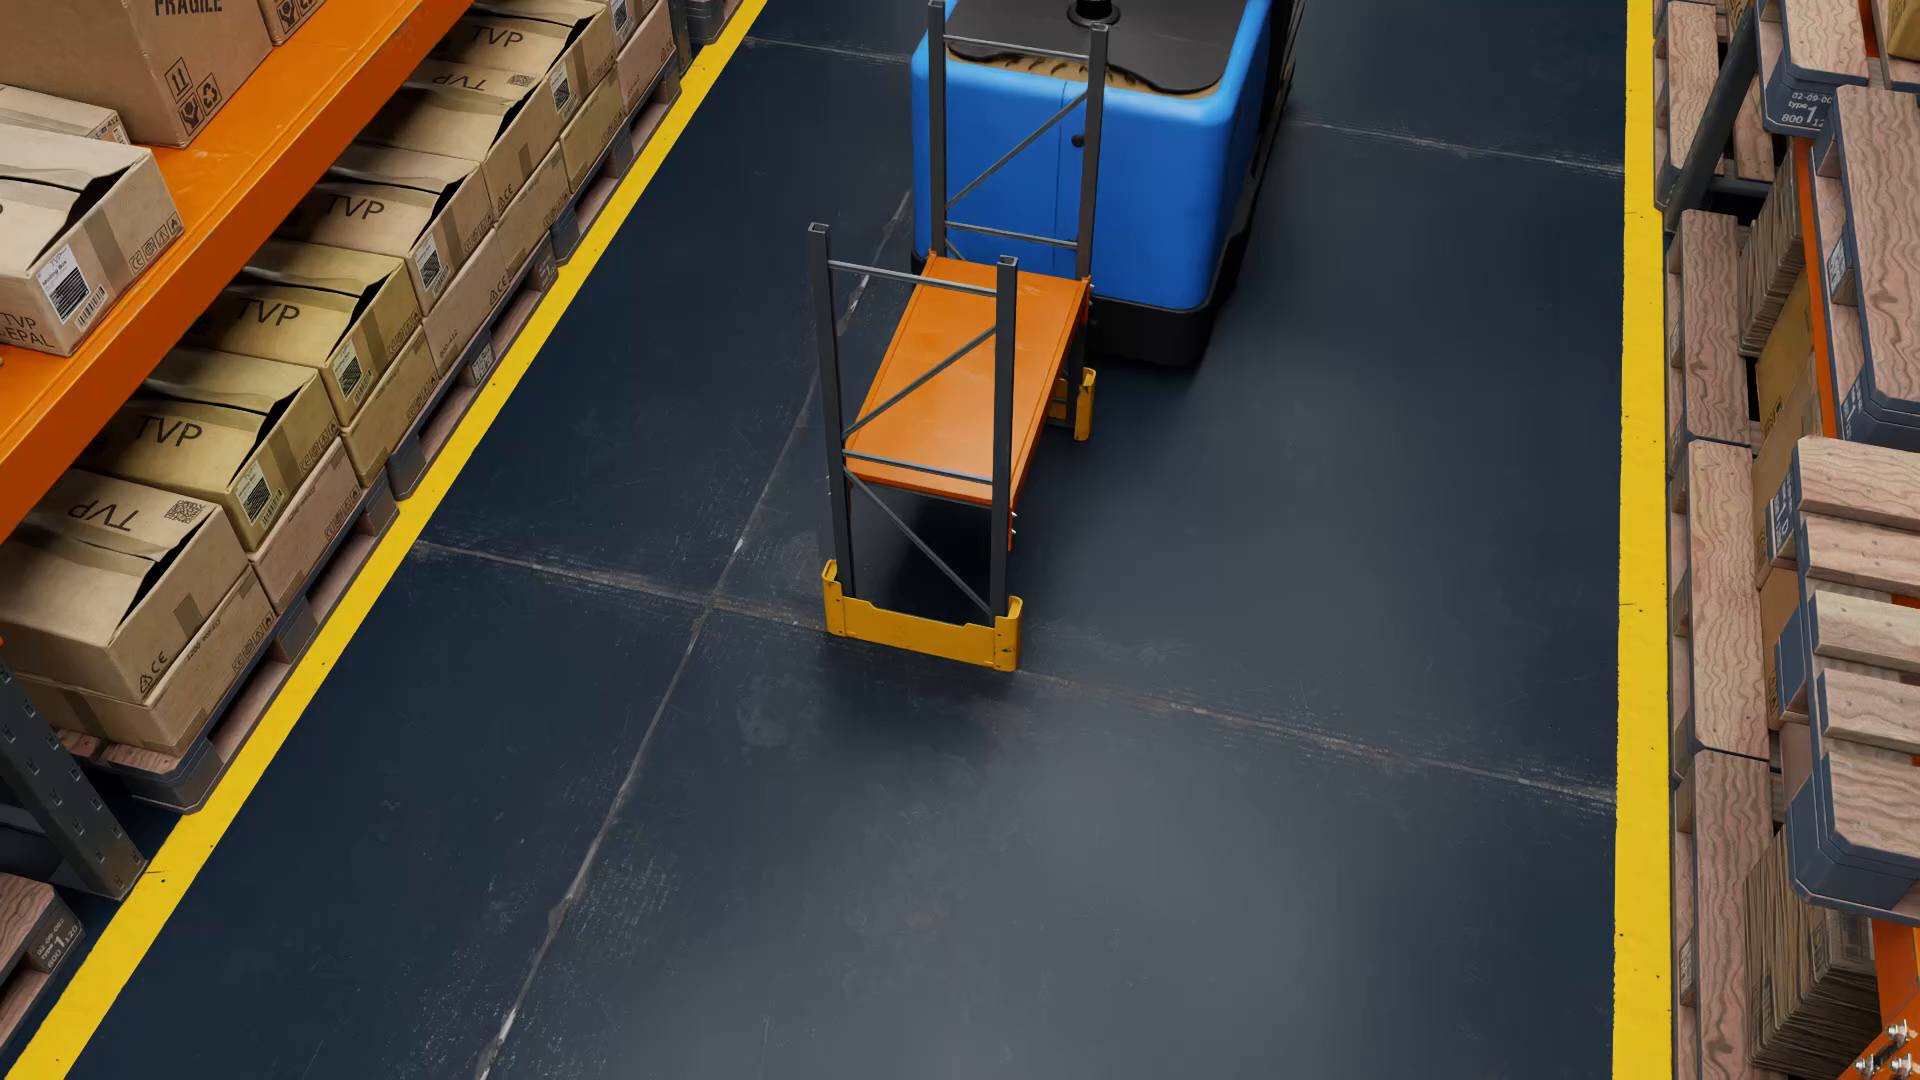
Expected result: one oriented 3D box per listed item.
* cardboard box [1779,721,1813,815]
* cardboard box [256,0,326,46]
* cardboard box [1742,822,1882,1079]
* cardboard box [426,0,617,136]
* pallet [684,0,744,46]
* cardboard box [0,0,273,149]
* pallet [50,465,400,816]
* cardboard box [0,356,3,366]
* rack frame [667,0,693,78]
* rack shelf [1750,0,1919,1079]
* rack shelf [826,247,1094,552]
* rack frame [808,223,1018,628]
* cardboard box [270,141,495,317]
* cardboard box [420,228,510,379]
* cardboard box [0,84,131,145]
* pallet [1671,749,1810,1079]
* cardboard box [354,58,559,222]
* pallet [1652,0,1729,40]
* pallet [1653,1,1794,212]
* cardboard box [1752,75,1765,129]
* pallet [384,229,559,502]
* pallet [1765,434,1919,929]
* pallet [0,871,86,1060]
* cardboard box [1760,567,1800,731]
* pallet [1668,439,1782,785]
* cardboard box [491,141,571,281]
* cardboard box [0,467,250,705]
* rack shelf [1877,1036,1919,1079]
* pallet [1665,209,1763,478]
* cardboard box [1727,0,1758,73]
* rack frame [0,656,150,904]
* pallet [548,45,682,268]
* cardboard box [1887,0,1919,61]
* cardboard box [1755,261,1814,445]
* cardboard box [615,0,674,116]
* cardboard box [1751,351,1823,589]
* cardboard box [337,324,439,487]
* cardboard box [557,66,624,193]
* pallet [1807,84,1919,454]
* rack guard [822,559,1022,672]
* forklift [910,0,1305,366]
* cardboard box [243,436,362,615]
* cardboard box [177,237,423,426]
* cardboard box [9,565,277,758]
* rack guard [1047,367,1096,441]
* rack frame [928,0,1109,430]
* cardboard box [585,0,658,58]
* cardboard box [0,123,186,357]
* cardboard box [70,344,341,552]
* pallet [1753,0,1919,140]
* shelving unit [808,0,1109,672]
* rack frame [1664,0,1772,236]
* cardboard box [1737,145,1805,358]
[{"bbox_3d":[2.486,0.601,4.092,0.700,0.500,0.500,11,50,10],"label":"cardboard box"},{"bbox_3d":[-2.117,-1.805,4.776,0.500,0.500,0.500,12,50,10],"label":"cardboard box"},{"bbox_3d":[2.238,0.951,3.784,0.700,0.500,0.500,12,50,11],"label":"cardboard box"},{"bbox_3d":[-1.589,-1.755,5.978,0.500,0.311,0.500,13,50,11],"label":"cardboard box"},{"bbox_3d":[-1.379,-2.712,7.503,1.003,0.211,1.213,12,50,10],"label":"pallet"},{"bbox_3d":[-2.255,-1.424,4.440,0.500,0.500,0.500,9,49,8],"label":"cardboard box"},{"bbox_3d":[-2.427,0.161,4.967,1.003,0.211,1.213,12,50,10],"label":"pallet"},{"bbox_3d":[-2.543,-0.399,3.661,0.500,0.311,0.500,14,50,12],"label":"cardboard box"},{"bbox_3d":[-1.628,-3.068,5.957,1.000,3.000,0.127,12,50,10],"label":"rack frame"},{"bbox_3d":[2.625,-0.408,4.089,1.077,0.370,4.000,12,50,10],"label":"rack shelf"},{"bbox_3d":[0.022,-0.439,4.877,0.538,0.185,1.000,12,50,10],"label":"rack shelf"},{"bbox_3d":[-0.111,-0.190,4.418,0.500,1.500,0.032,12,50,10],"label":"rack frame"},{"bbox_3d":[-1.859,-1.032,5.340,0.500,0.311,0.500,11,49,10],"label":"cardboard box"},{"bbox_3d":[-1.862,-0.836,5.541,0.500,0.250,0.500,12,50,11],"label":"cardboard box"},{"bbox_3d":[-2.400,-1.025,4.321,0.380,0.149,0.250,15,50,13],"label":"cardboard box"},{"bbox_3d":[2.306,1.158,4.087,1.003,0.211,1.213,12,50,10],"label":"pallet"},{"bbox_3d":[-1.723,-1.395,5.660,0.500,0.311,0.500,11,50,10],"label":"cardboard box"},{"bbox_3d":[3.614,-2.548,7.358,1.003,0.211,1.213,12,50,10],"label":"pallet"},{"bbox_3d":[3.294,-1.663,6.577,1.003,0.211,1.213,12,50,10],"label":"pallet"},{"bbox_3d":[3.264,-1.694,6.340,0.380,0.166,0.250,6,49,5],"label":"cardboard box"},{"bbox_3d":[-2.104,-0.719,5.744,1.003,0.211,1.213,12,50,10],"label":"pallet"},{"bbox_3d":[2.184,0.327,3.088,1.213,0.211,1.003,12,50,10],"label":"pallet"},{"bbox_3d":[-2.914,1.281,3.979,1.003,0.211,1.213,12,50,10],"label":"pallet"},{"bbox_3d":[2.589,0.236,4.415,0.700,0.500,0.500,11,50,10],"label":"cardboard box"},{"bbox_3d":[2.629,0.279,4.863,1.003,0.211,1.213,12,50,10],"label":"pallet"},{"bbox_3d":[-1.727,-1.204,5.866,0.500,0.250,0.500,13,50,11],"label":"cardboard box"},{"bbox_3d":[-2.260,0.090,4.350,0.500,0.311,0.500,13,50,11],"label":"cardboard box"},{"bbox_3d":[1.573,2.485,1.536,1.077,0.370,4.000,12,50,10],"label":"rack shelf"},{"bbox_3d":[2.948,-0.607,5.645,1.003,0.211,1.213,12,50,10],"label":"pallet"},{"bbox_3d":[3.386,-2.170,6.538,0.500,0.500,0.500,8,49,7],"label":"cardboard box"},{"bbox_3d":[-2.681,-0.174,3.403,1.000,3.000,0.127,12,50,10],"label":"rack frame"},{"bbox_3d":[-1.785,-1.604,6.525,1.003,0.211,1.213,12,50,10],"label":"pallet"},{"bbox_3d":[2.831,-1.507,4.219,0.700,0.500,0.500,16,51,14],"label":"cardboard box"},{"bbox_3d":[2.886,-0.492,5.057,0.700,0.500,0.500,11,49,9],"label":"cardboard box"},{"bbox_3d":[-1.458,-1.940,6.515,0.500,0.250,0.500,11,50,10],"label":"cardboard box"},{"bbox_3d":[2.713,-0.131,4.739,0.700,0.500,0.500,12,50,10],"label":"cardboard box"},{"bbox_3d":[-1.997,-0.465,5.214,0.500,0.250,0.500,10,49,9],"label":"cardboard box"},{"bbox_3d":[-1.593,-1.574,6.192,0.500,0.250,0.500,11,49,9],"label":"cardboard box"},{"bbox_3d":[2.580,-0.576,3.886,1.003,0.211,1.213,12,50,10],"label":"pallet"},{"bbox_3d":[-0.111,0.222,4.887,0.587,0.250,0.087,12,50,10],"label":"rack guard"},{"bbox_3d":[0.739,-2.696,5.674,1.130,2.935,3.031,13,50,11],"label":"forklift"},{"bbox_3d":[-2.128,-0.088,4.881,0.500,0.250,0.500,10,49,9],"label":"cardboard box"},{"bbox_3d":[-1.993,-0.660,5.012,0.500,0.311,0.500,10,49,9],"label":"cardboard box"},{"bbox_3d":[-2.260,0.276,4.560,0.500,0.250,0.500,11,50,10],"label":"cardboard box"},{"bbox_3d":[0.151,-0.498,5.523,0.587,0.250,0.087,12,50,10],"label":"rack guard"},{"bbox_3d":[0.156,-0.926,5.067,0.500,1.500,0.032,12,50,10],"label":"rack frame"},{"bbox_3d":[-1.458,-2.133,6.312,0.500,0.311,0.500,12,50,10],"label":"cardboard box"},{"bbox_3d":[-2.259,-0.754,3.974,0.500,0.311,0.500,11,49,10],"label":"cardboard box"},{"bbox_3d":[-2.130,-0.292,4.686,0.500,0.311,0.500,10,49,9],"label":"cardboard box"},{"bbox_3d":[2.810,-1.505,4.706,1.003,0.211,1.213,12,50,10],"label":"pallet"},{"bbox_3d":[0.020,-0.551,4.736,0.587,1.500,1.083,12,50,10],"label":"shelving unit"},{"bbox_3d":[3.152,-2.093,5.096,1.000,3.000,0.127,12,50,10],"label":"rack frame"},{"bbox_3d":[2.974,-0.876,5.396,0.700,0.500,0.500,13,50,11],"label":"cardboard box"}]
